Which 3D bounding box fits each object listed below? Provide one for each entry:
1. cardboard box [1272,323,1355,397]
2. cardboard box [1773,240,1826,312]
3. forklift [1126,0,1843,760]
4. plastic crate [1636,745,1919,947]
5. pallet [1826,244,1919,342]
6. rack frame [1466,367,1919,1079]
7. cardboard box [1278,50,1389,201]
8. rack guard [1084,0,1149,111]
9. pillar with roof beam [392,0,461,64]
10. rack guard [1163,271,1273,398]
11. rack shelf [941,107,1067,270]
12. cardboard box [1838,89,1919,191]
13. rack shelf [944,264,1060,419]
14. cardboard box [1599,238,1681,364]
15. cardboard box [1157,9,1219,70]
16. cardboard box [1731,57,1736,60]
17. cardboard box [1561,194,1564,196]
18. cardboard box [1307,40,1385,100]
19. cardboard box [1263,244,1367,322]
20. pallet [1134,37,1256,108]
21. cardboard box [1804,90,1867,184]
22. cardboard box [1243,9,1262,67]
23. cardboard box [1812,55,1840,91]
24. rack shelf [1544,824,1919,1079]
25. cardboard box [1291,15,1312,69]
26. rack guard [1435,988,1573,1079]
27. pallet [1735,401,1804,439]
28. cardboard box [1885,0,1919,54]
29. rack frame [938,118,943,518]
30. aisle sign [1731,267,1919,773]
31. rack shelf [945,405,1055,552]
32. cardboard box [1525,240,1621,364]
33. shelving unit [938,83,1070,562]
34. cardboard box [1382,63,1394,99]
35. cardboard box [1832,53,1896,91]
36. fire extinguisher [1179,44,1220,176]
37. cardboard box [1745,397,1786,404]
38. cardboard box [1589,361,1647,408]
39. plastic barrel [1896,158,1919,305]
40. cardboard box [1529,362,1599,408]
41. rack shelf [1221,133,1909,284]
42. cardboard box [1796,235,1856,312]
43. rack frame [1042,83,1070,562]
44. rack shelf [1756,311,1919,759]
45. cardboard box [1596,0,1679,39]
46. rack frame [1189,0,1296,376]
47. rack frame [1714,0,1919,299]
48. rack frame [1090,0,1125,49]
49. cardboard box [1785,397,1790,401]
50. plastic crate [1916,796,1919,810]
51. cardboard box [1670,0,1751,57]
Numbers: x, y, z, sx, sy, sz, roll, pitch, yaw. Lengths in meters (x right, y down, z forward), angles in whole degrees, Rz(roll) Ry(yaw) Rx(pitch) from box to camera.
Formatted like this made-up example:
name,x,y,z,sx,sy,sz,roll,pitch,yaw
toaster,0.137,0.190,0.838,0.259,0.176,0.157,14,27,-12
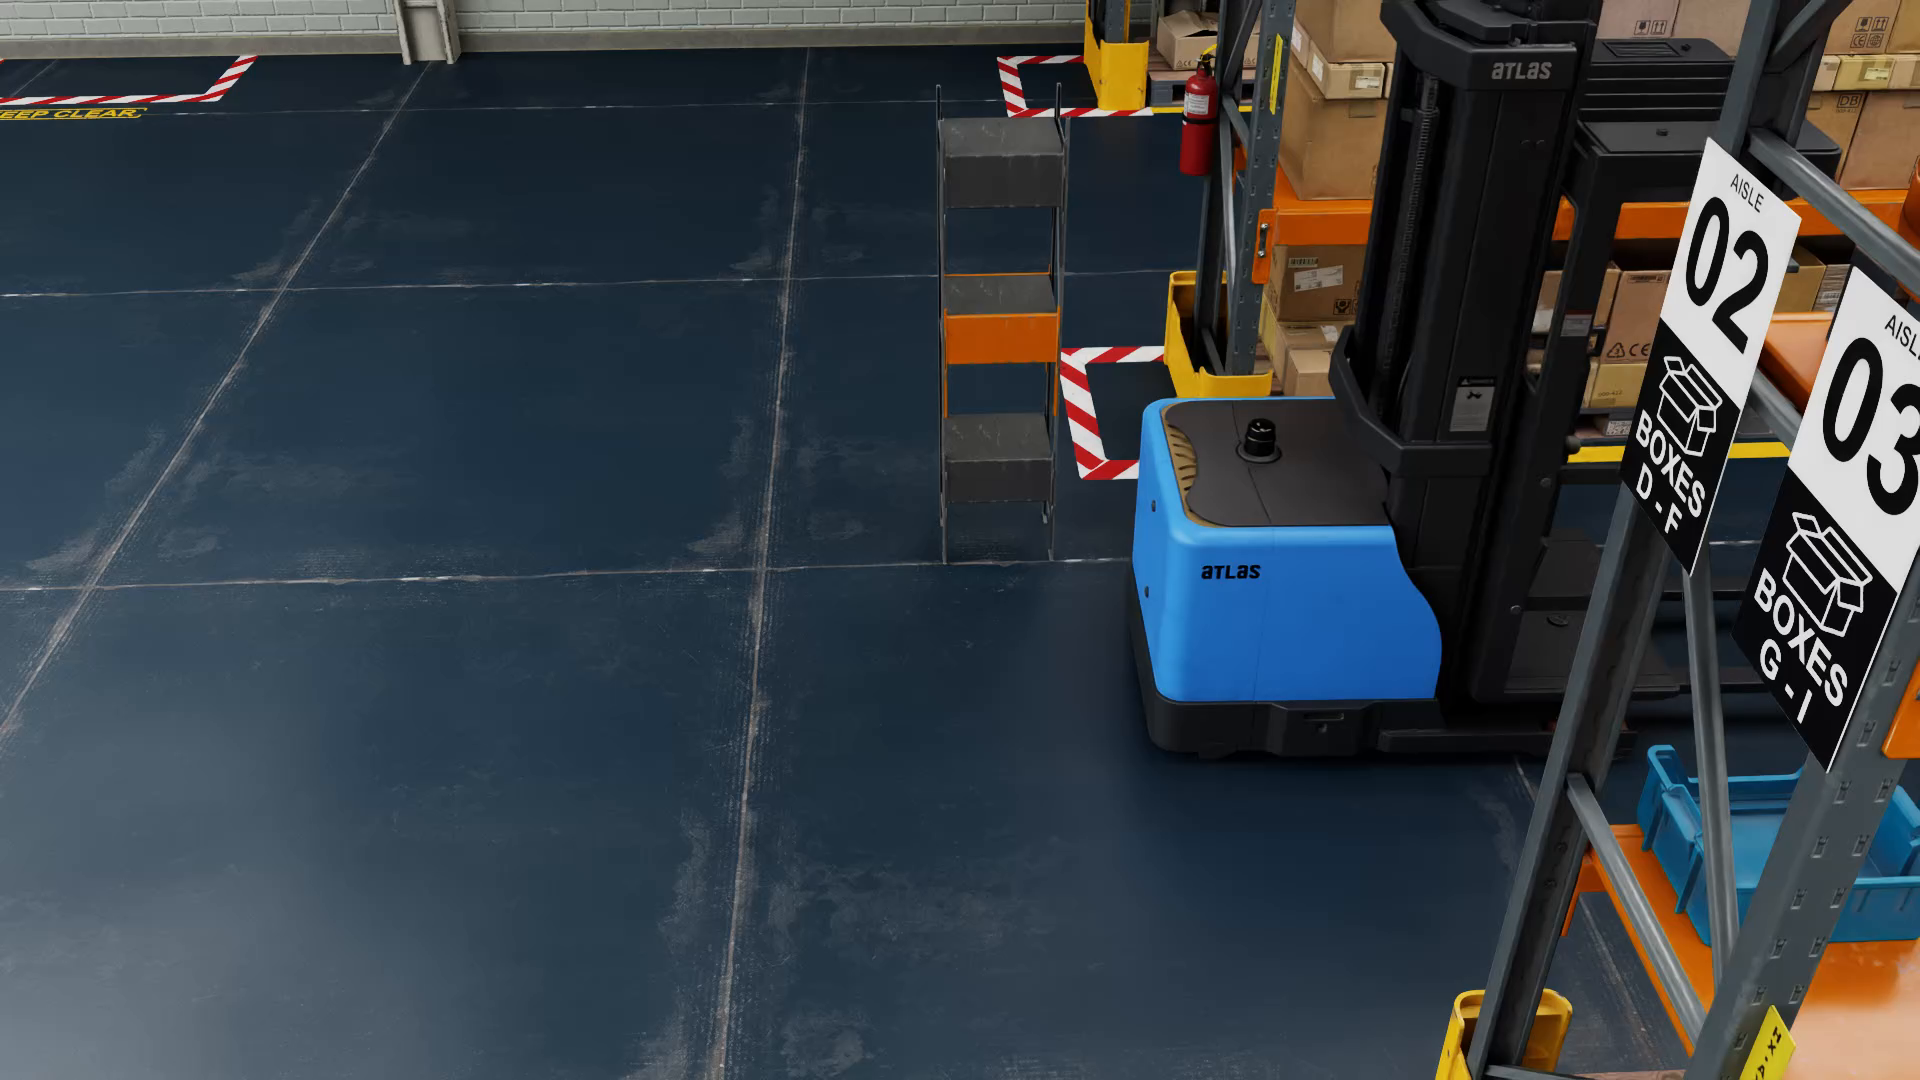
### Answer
name,x,y,z,sx,sy,sz,roll,pitch,yaw
cardboard box,1.892,-0.871,8.420,0.500,0.250,0.500,-2,35,-2
cardboard box,3.889,-1.240,8.294,0.500,0.500,0.500,-2,35,-2
forklift,1.855,-0.823,6.364,3.795,2.935,1.782,-1,35,-1
plastic crate,2.062,0.752,4.158,0.616,0.251,0.499,-2,35,-2
pallet,2.407,-0.248,3.002,1.213,0.211,1.003,-2,35,-2
rack frame,1.576,0.875,3.850,0.127,3.000,1.000,-2,35,-2
cardboard box,1.812,-1.987,7.898,0.500,0.500,0.700,-2,35,-2
rack guard,1.183,-3.731,12.702,0.348,0.500,1.175,-2,35,-2
pillar with roof beam,-4.024,-5.125,7.248,0.400,9.000,9.100,-2,35,-2
rack guard,1.322,-0.912,8.629,0.348,0.500,1.175,-2,35,-2
rack shelf,0.165,-1.432,6.768,0.480,0.518,0.431,-2,35,-2
cardboard box,4.372,-2.056,7.998,0.500,0.500,0.700,-2,35,-3
rack shelf,0.165,-0.857,7.167,0.480,0.518,0.431,-2,35,-2
cardboard box,3.390,-1.218,8.263,0.500,0.500,0.500,-2,35,-2
cardboard box,1.803,-3.799,12.580,0.500,0.311,0.500,-5,35,-8
cardboard box,3.546,-2.185,7.614,0.250,0.149,0.380,0,35,-1
cardboard box,2.833,-2.014,7.937,0.500,0.500,0.700,-1,35,-2
cardboard box,1.748,-2.137,7.544,0.250,0.149,0.380,-2,35,-3
cardboard box,1.867,-1.475,8.633,0.500,0.500,0.500,-2,35,-2
pallet,1.996,-3.614,12.786,1.213,0.211,1.003,-2,35,-2
cardboard box,3.870,-2.045,7.981,0.500,0.500,0.700,-1,35,-2
cardboard box,2.372,-3.815,12.602,0.500,0.311,0.500,1,35,2
cardboard box,3.811,-2.194,7.627,0.250,0.149,0.380,-1,35,-1
rack shelf,3.574,1.117,4.133,4.000,0.370,1.077,-2,35,-2
cardboard box,1.718,-2.367,7.877,0.250,0.149,0.380,-2,35,-3
rack guard,1.650,1.874,4.603,0.348,0.500,1.175,-2,35,-2
pallet,4.545,-0.904,8.871,1.213,0.211,1.003,-2,35,-2
cardboard box,4.393,-2.593,7.633,0.500,0.500,0.700,-2,35,-2
rack frame,-0.078,-0.861,7.148,0.006,1.831,0.380,-2,35,-2
aisle sign,1.518,-0.026,2.867,0.004,0.787,0.394,-2,35,-2
rack shelf,0.165,-0.281,7.565,0.480,0.518,0.431,-2,35,-2
cardboard box,2.890,-1.215,8.257,0.500,0.500,0.500,-2,35,-2
shelving unit,0.168,-0.868,7.159,0.499,2.100,0.431,-2,35,-2
cardboard box,2.011,-2.146,7.556,0.250,0.149,0.380,-2,35,-3
cardboard box,4.063,-2.201,7.637,0.250,0.149,0.380,-2,35,-2
fire extinguisher,1.205,-2.170,8.318,0.183,0.674,0.296,-2,35,-2
cardboard box,3.890,-0.924,8.497,0.500,0.250,0.500,-2,35,-2
cardboard box,3.390,-0.910,8.477,0.500,0.250,0.500,-2,35,-2
plastic barrel,2.056,-0.793,2.878,0.708,0.830,0.600,-2,35,-2
cardboard box,2.890,-0.900,8.461,0.500,0.250,0.500,-2,35,-2
rack shelf,3.343,-1.699,8.201,4.000,0.370,1.077,-2,35,-2
cardboard box,4.388,-1.255,8.316,0.500,0.500,0.500,-2,35,-2
rack frame,0.409,-0.874,7.168,0.015,2.100,0.400,-2,35,-2
rack shelf,3.574,-0.117,3.279,4.000,0.370,1.077,-2,35,-2
cardboard box,2.894,-2.553,7.576,0.500,0.500,0.700,-1,35,-2
rack frame,1.346,-1.941,7.919,0.127,3.000,1.000,-2,35,-2
rack frame,1.576,-1.592,2.143,0.127,3.000,1.000,-2,35,-2
rack frame,1.107,-4.757,11.987,0.127,3.000,1.000,-2,35,-2
cardboard box,4.388,-0.946,8.528,0.500,0.250,0.500,-2,35,-2
plastic crate,2.711,0.738,4.178,0.408,0.251,0.499,-2,35,-2
cardboard box,3.394,-2.567,7.596,0.500,0.500,0.700,-2,35,-2
